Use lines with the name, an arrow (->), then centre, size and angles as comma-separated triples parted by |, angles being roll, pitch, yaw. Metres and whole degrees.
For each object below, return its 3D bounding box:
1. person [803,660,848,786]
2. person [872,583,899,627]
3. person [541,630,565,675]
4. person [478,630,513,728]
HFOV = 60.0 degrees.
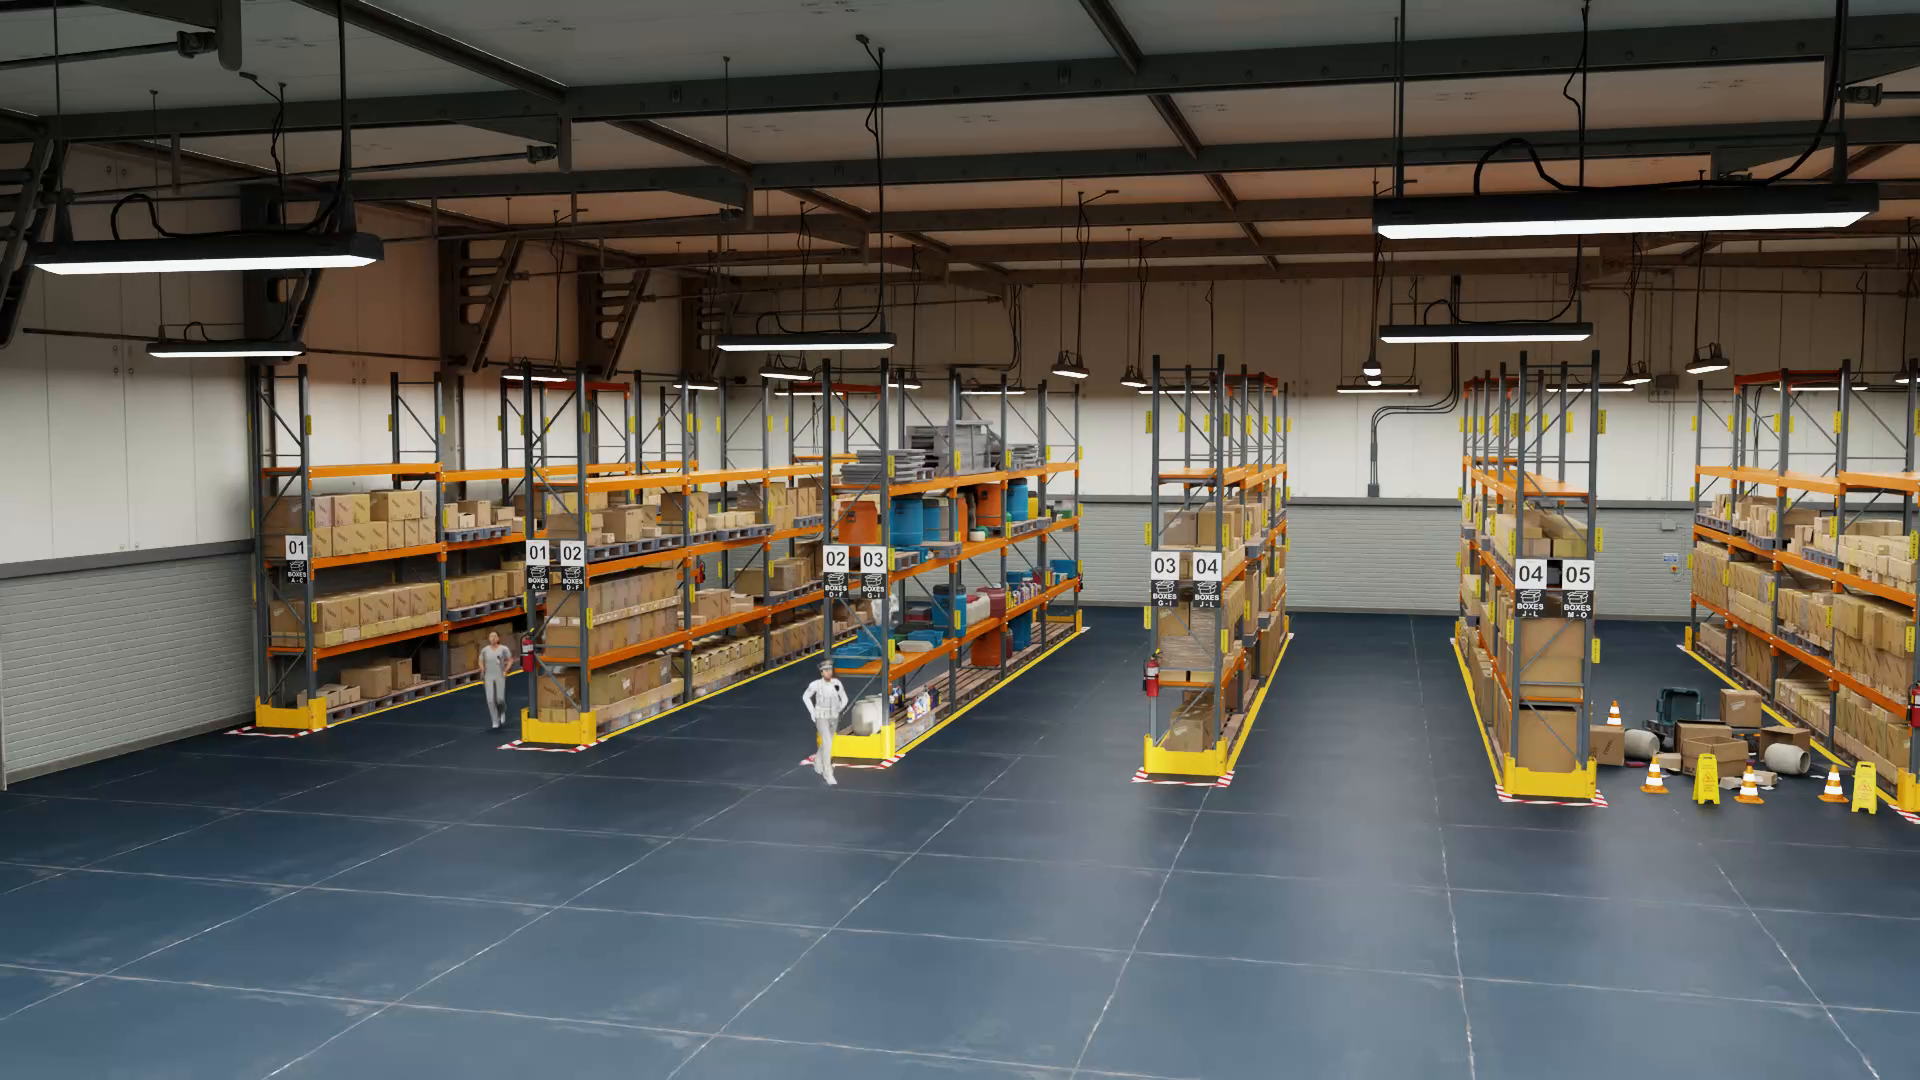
person -> -1.888, 2.539, 23.451 | 0.603, 1.743, 0.793 | -2, 5, -31
person -> -1.511, 1.607, 33.005 | 0.609, 1.692, 0.641 | 1, 4, 12
person -> -7.167, 2.109, 29.687 | 0.721, 1.717, 0.658 | 1, 4, 17
person -> -7.676, 2.294, 27.448 | 0.560, 1.622, 0.577 | -1, 4, -7
